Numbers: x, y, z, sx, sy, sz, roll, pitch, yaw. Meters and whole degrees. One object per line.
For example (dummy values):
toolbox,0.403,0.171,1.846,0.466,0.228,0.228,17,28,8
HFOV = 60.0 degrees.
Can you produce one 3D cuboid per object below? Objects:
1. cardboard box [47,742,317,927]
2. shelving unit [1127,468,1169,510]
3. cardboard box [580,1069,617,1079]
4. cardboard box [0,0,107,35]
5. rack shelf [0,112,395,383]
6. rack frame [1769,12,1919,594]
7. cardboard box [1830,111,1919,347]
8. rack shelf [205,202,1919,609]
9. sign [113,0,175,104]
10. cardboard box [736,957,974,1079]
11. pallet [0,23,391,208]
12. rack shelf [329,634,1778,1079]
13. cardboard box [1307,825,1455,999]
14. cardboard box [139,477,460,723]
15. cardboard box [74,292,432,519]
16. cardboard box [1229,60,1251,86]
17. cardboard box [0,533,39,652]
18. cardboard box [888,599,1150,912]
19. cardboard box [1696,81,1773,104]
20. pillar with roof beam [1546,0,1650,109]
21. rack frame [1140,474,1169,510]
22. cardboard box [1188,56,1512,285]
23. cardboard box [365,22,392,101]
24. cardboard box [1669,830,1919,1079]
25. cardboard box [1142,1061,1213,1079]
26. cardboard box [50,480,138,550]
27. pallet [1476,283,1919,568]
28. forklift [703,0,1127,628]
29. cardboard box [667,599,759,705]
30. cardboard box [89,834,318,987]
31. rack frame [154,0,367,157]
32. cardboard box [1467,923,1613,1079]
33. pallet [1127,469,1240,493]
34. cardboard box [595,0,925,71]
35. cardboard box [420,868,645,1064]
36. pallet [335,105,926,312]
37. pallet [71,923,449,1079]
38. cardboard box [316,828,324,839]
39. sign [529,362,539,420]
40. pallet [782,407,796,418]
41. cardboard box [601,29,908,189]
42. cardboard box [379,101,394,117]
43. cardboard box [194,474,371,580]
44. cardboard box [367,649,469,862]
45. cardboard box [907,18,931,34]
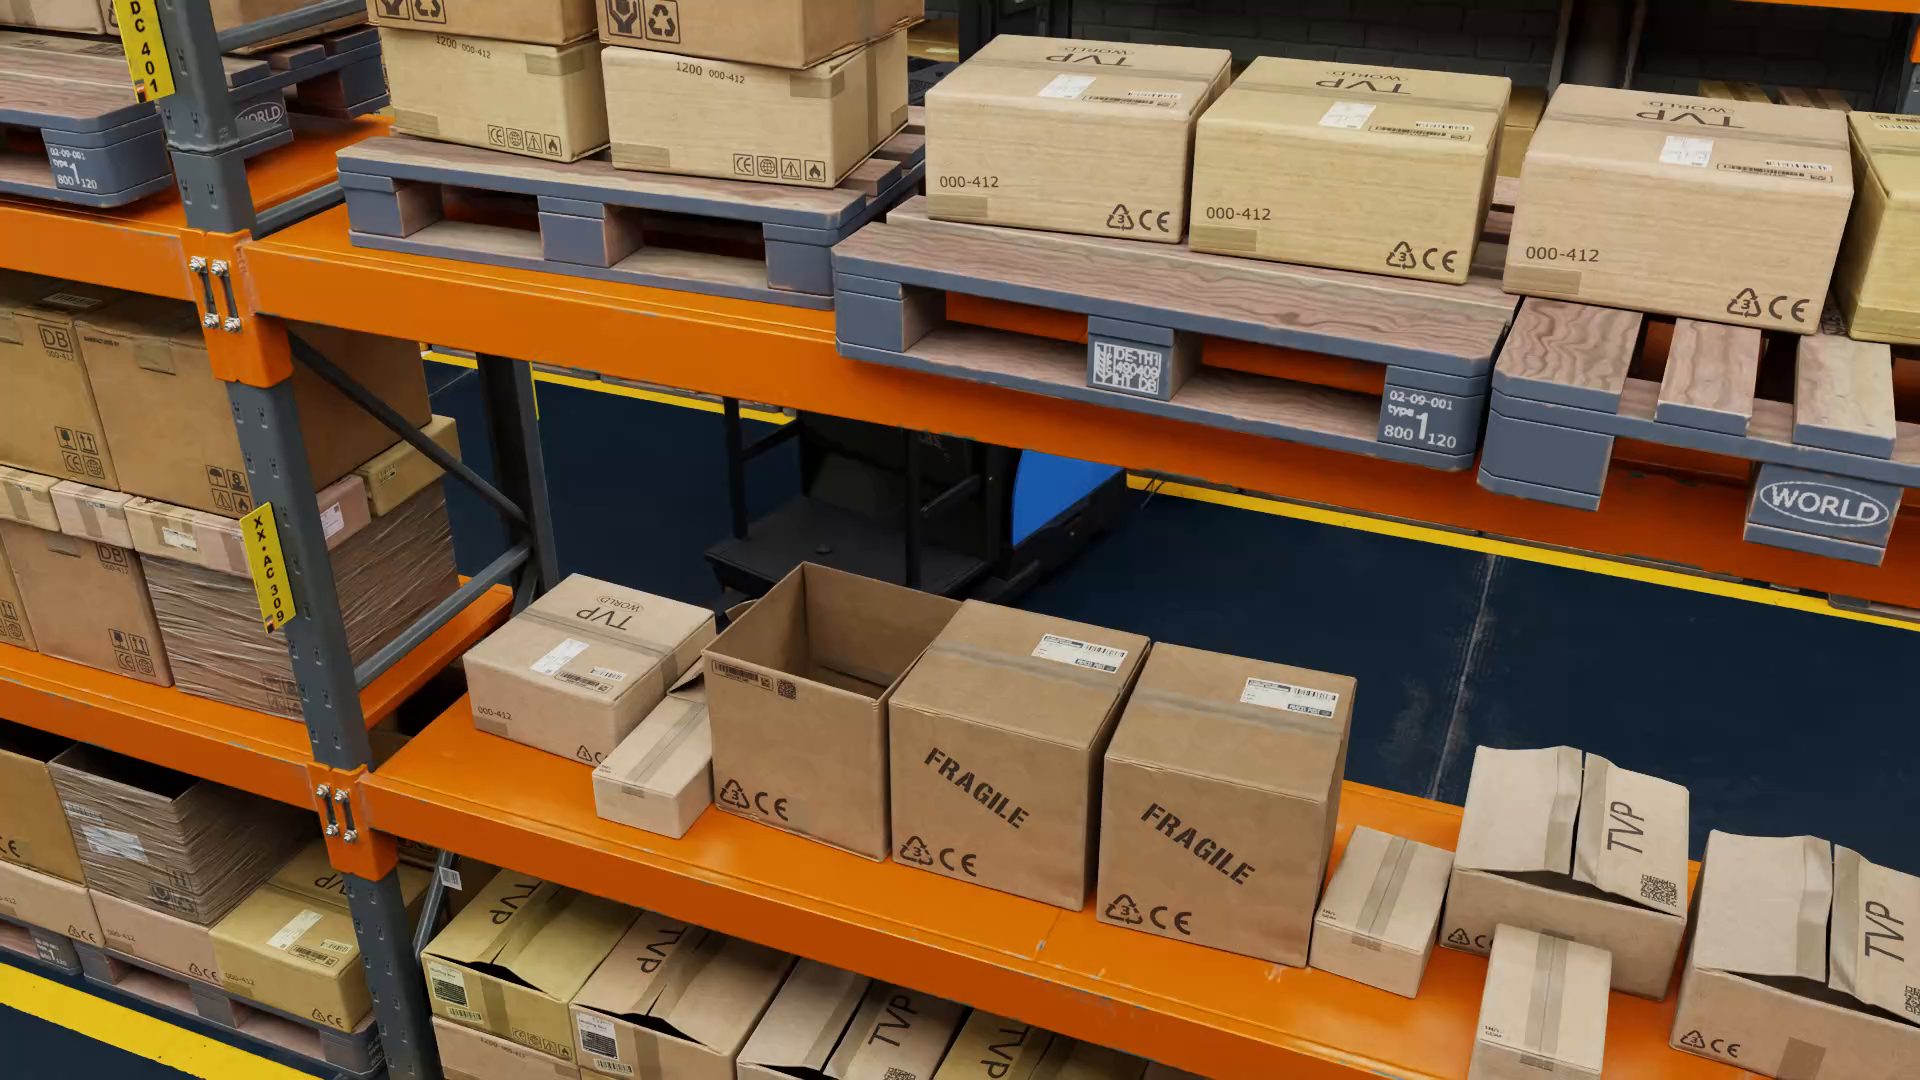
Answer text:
cardboard box,-2.475,0.833,5.333,0.500,0.500,0.500,11,31,19
shelving unit,1.188,-0.669,8.299,0.189,1.200,0.258,34,31,-6
cardboard box,-0.750,1.526,4.869,0.500,0.250,0.500,12,32,20
cardboard box,-2.372,-1.595,4.496,0.500,0.311,0.500,10,31,16
rack shelf,-3.357,-1.133,4.889,4.000,0.370,1.077,11,31,19
rack frame,4.061,-1.290,7.484,0.127,3.000,1.000,11,31,19
cardboard box,1.761,-0.512,2.785,0.500,0.250,0.500,9,31,15
rack shelf,0.349,-0.393,3.580,4.000,0.370,1.077,11,31,19
sign,-1.711,-1.083,3.463,0.005,0.325,0.100,11,31,19
cardboard box,-0.273,1.380,4.558,0.500,0.311,0.500,10,31,17
pallet,-2.304,-1.184,4.338,1.213,0.211,1.003,11,31,19
rack shelf,0.349,0.913,4.318,4.000,0.370,1.077,11,31,19
cardboard box,0.999,0.869,3.920,0.250,0.149,0.380,14,32,23
cardboard box,-1.918,0.107,4.911,0.500,0.500,0.700,10,31,18
cardboard box,-1.918,-0.458,4.592,0.500,0.500,0.700,11,31,19
cardboard box,1.329,-2.049,8.277,0.500,0.500,0.700,15,33,24
cardboard box,-2.872,-0.083,5.246,0.500,0.500,0.700,12,32,20
cardboard box,0.154,0.525,4.170,0.500,0.500,0.500,11,31,19
cardboard box,3.427,-1.910,7.373,0.250,0.149,0.380,6,30,11
pillar with roof beam,1.563,-2.574,3.658,0.400,9.000,9.100,11,31,19
rack frame,1.263,-0.618,8.309,0.006,1.200,0.240,34,31,-6
cardboard box,0.742,-0.712,3.138,0.500,0.250,0.500,11,31,18
cardboard box,-3.022,-2.815,9.551,0.500,0.500,0.500,11,31,19
cardboard box,1.882,0.921,3.663,0.500,0.311,0.500,13,32,22
cardboard box,0.674,1.567,4.227,0.500,0.311,0.500,11,31,19
cardboard box,-2.309,-0.143,4.694,0.250,0.149,0.380,10,31,18
pallet,1.540,-0.339,2.945,1.003,0.211,1.213,13,32,21
forklift,-0.440,-0.942,6.938,1.130,2.935,3.031,20,35,31
cardboard box,-0.620,0.367,4.689,0.258,0.266,0.396,11,31,18
cardboard box,-2.476,1.160,5.516,0.500,0.250,0.500,11,31,19
rack frame,-1.504,-2.382,3.320,0.127,3.000,1.000,11,31,19
cardboard box,1.265,1.038,3.620,0.250,0.149,0.380,11,31,19
pallet,1.077,-0.673,9.226,1.213,0.211,1.003,11,31,19
cardboard box,-0.411,-1.294,3.405,0.500,0.500,0.500,14,33,24
cardboard box,-1.215,1.189,4.895,0.500,0.311,0.500,11,31,19
pallet,-0.682,-0.836,3.827,1.217,0.209,0.805,10,31,17
pallet,-2.225,1.277,5.776,1.213,0.211,1.003,11,31,19
cardboard box,-2.281,0.925,5.933,0.500,0.250,0.500,11,31,19
sign,-1.309,-0.489,4.971,0.005,0.325,0.100,11,31,19
pallet,-0.281,-0.924,9.671,1.213,0.211,1.003,11,31,19
cardboard box,-0.427,-0.975,3.604,0.500,0.250,0.500,8,31,14
cardboard box,-3.019,-2.478,9.718,0.500,0.250,0.500,10,31,18
cardboard box,-1.837,-0.049,4.528,0.250,0.149,0.380,11,31,19
cardboard box,-1.816,0.689,5.589,0.500,0.500,0.500,11,31,19
cardboard box,-0.480,-2.579,9.135,0.500,0.500,0.500,11,31,19
